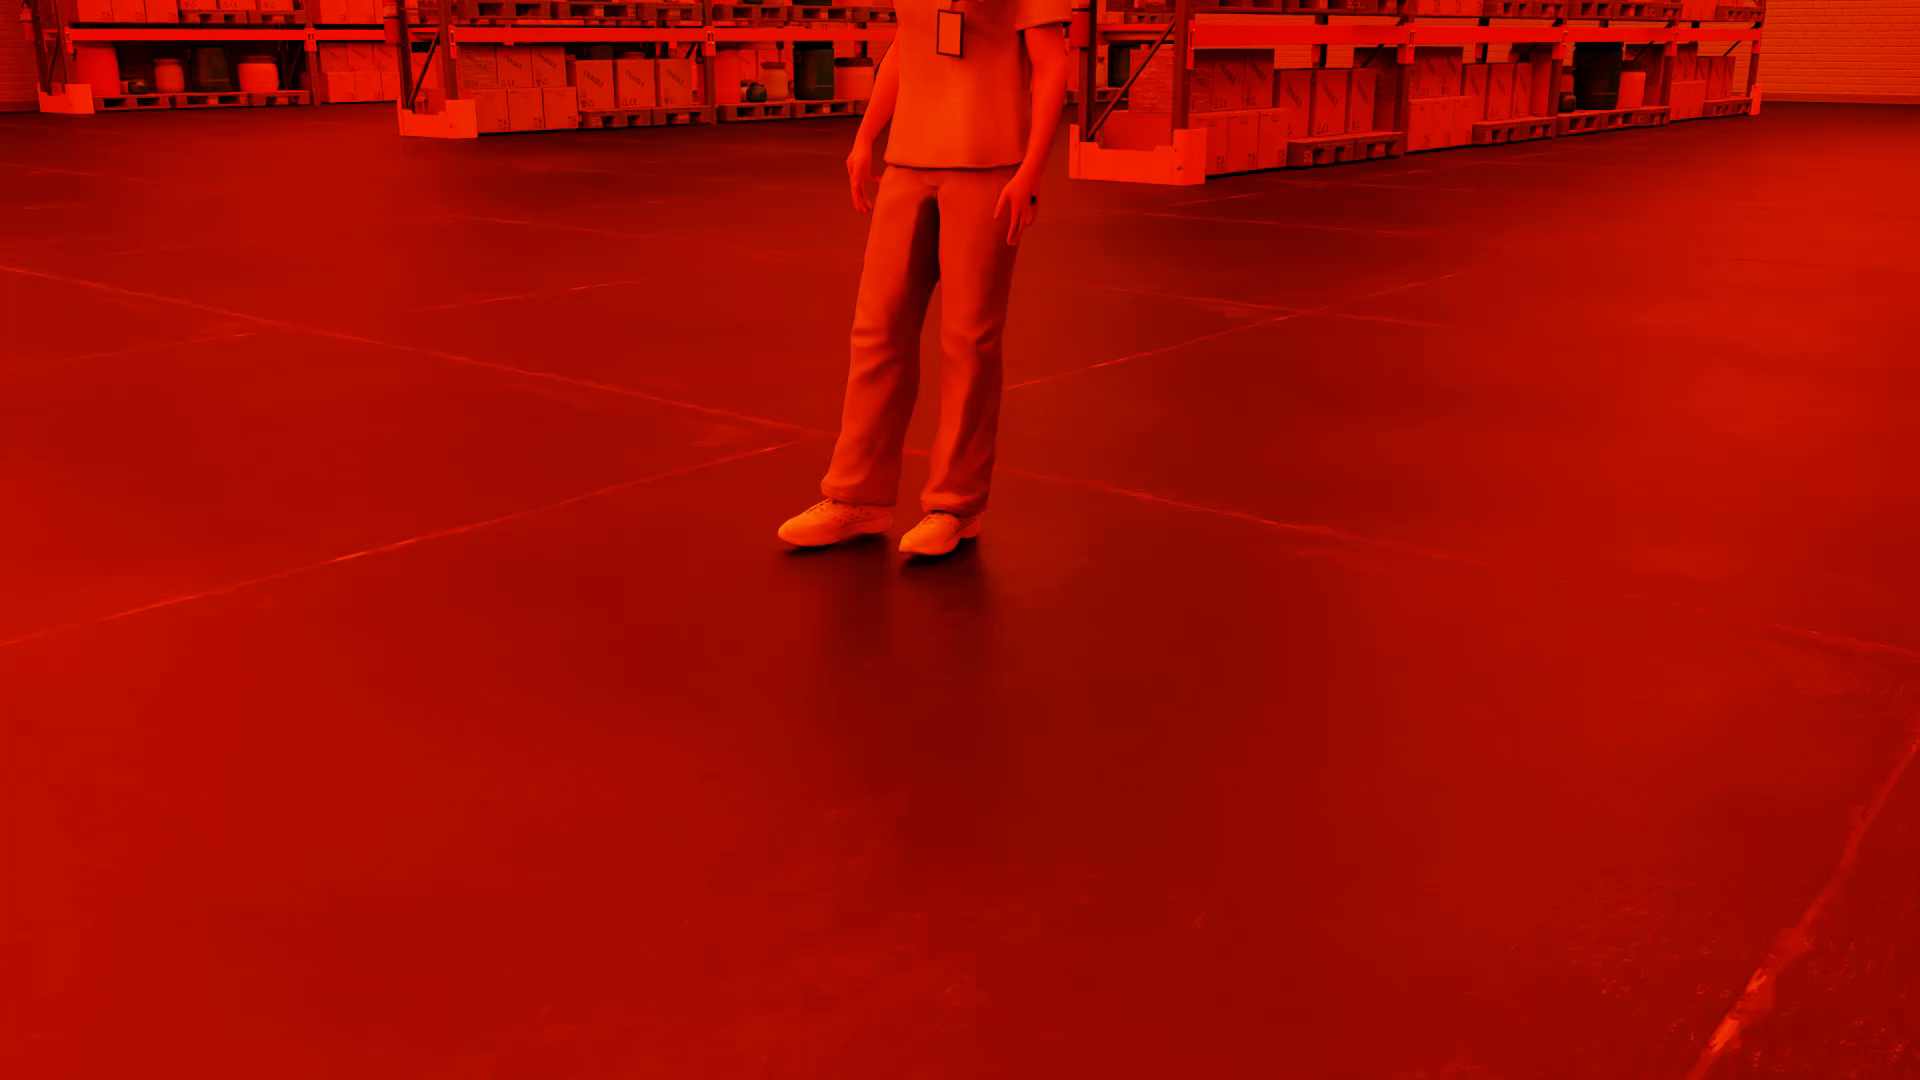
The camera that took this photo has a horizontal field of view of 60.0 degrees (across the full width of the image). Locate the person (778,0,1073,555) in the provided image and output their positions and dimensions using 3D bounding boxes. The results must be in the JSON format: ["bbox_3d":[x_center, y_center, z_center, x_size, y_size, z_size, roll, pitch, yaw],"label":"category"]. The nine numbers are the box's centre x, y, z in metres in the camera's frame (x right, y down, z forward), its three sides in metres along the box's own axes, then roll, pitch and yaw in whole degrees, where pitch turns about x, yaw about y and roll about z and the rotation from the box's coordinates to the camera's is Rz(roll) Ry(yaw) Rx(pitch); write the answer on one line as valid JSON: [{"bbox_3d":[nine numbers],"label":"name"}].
[{"bbox_3d":[-0.058,-0.795,3.650,0.549,1.673,0.548,13,21,37],"label":"person"}]
